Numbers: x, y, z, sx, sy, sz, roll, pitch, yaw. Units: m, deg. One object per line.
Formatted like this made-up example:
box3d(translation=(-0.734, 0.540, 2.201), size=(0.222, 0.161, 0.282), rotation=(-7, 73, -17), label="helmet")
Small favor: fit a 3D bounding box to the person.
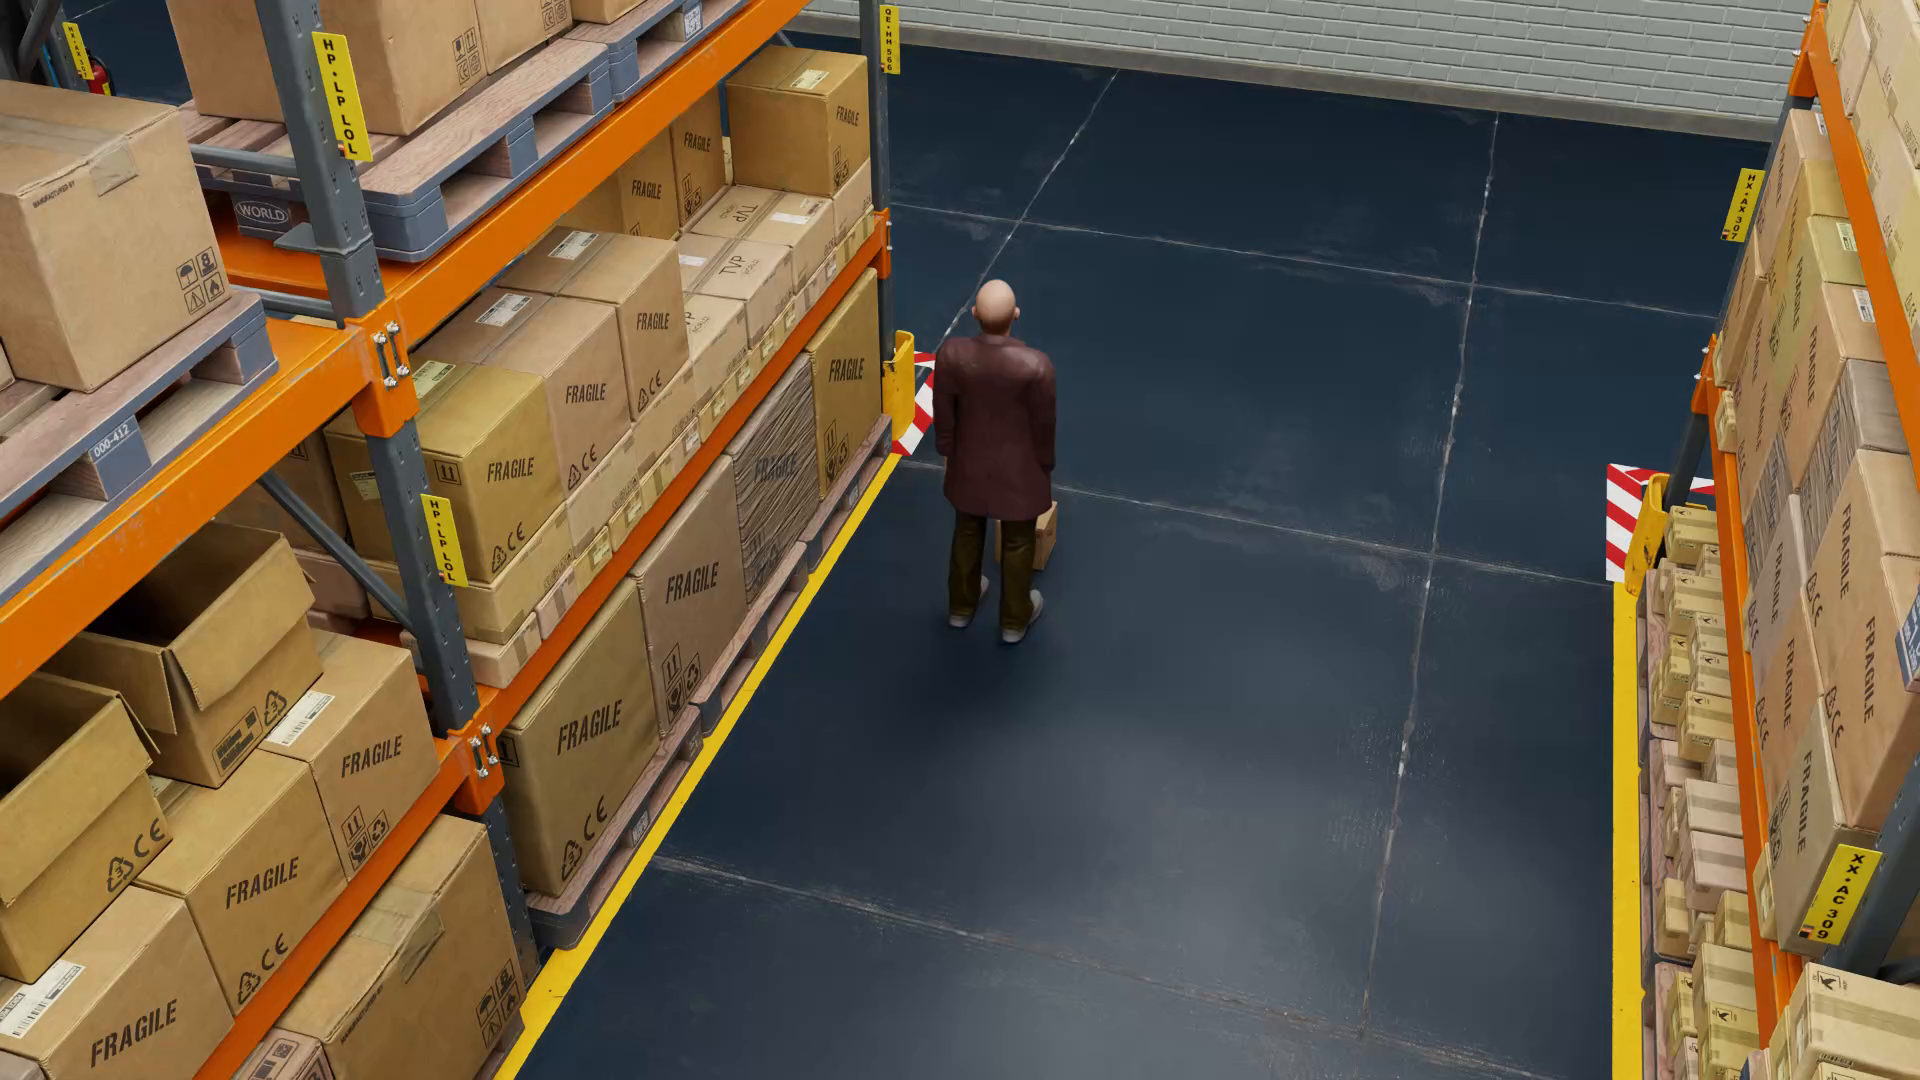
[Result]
box3d(translation=(0.162, -0.366, 7.393), size=(0.562, 1.782, 0.405), rotation=(11, 38, 15), label="person")
